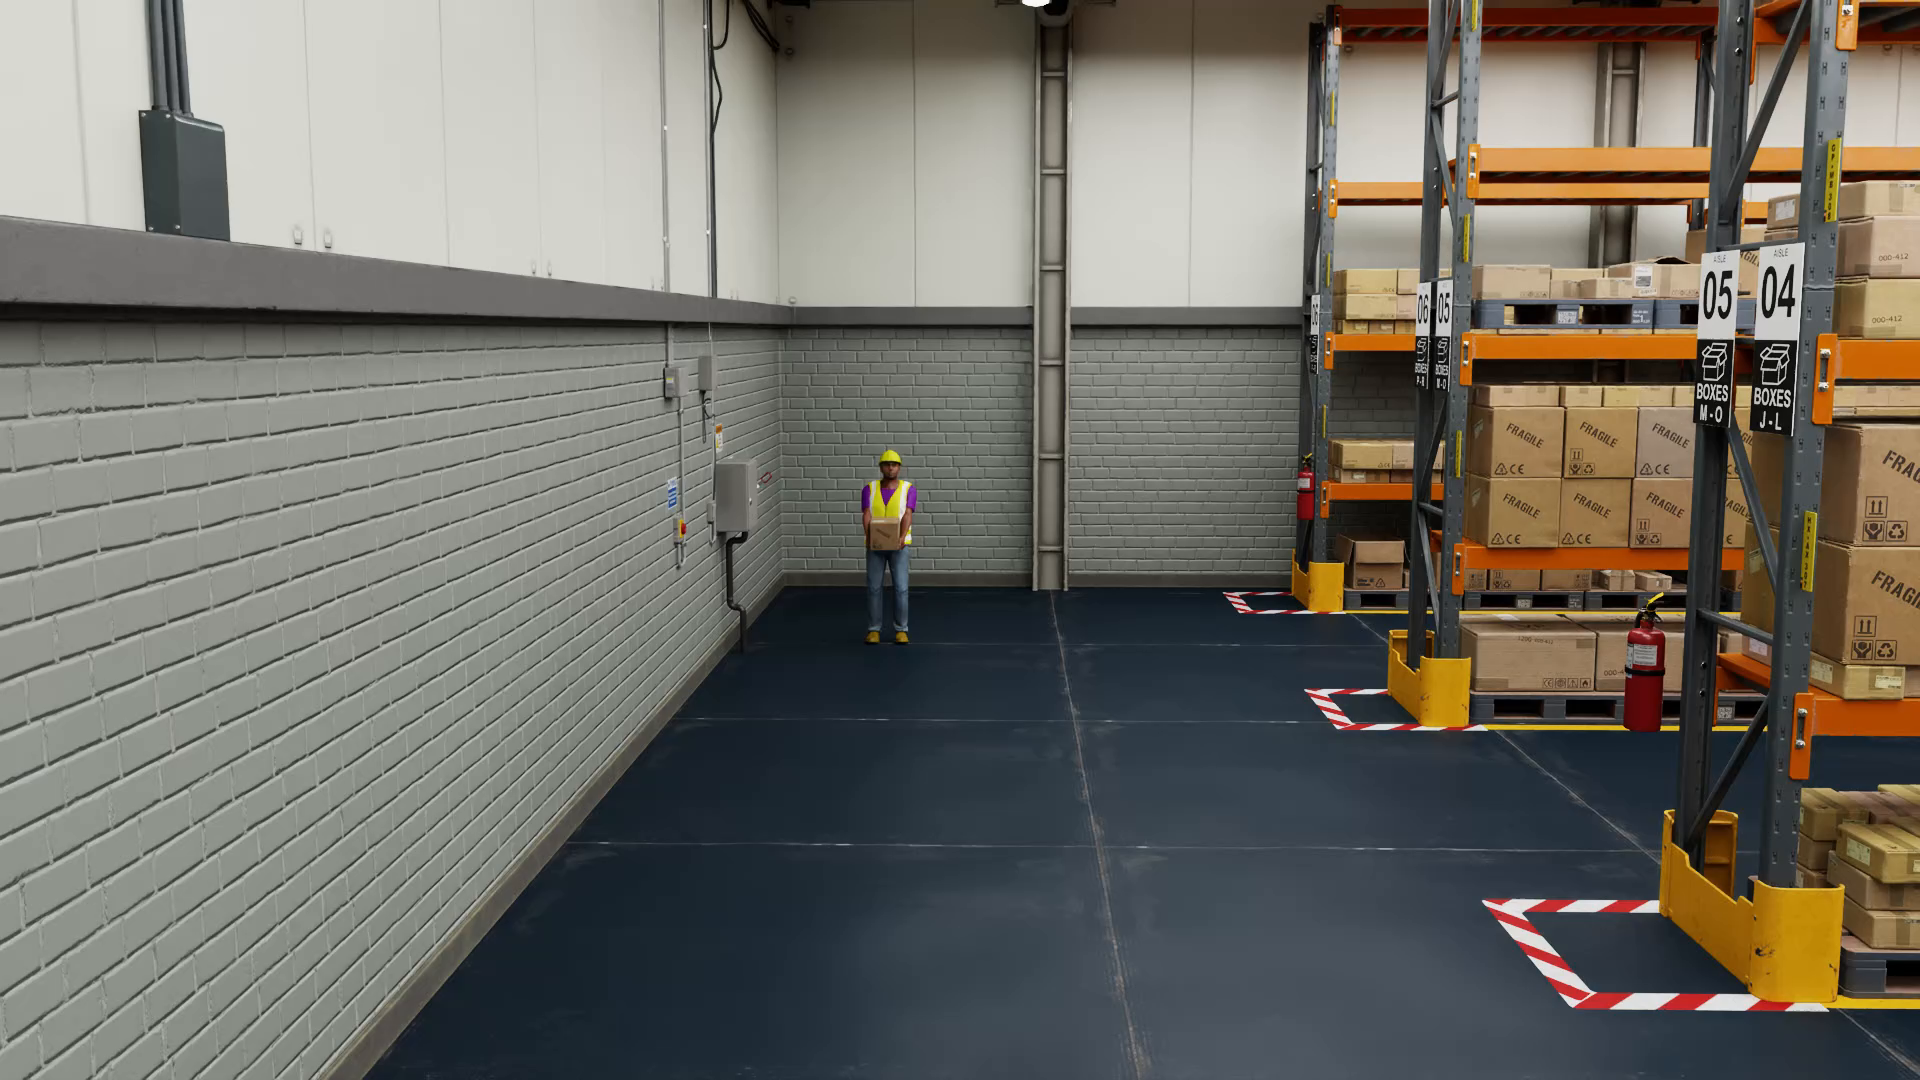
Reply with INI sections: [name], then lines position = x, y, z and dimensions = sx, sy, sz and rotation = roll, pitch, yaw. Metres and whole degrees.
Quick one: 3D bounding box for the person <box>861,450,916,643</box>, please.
[person]
position = -0.653, 0.071, 15.130
dimensions = 0.502, 1.761, 0.577
rotation = 0, 7, 1
